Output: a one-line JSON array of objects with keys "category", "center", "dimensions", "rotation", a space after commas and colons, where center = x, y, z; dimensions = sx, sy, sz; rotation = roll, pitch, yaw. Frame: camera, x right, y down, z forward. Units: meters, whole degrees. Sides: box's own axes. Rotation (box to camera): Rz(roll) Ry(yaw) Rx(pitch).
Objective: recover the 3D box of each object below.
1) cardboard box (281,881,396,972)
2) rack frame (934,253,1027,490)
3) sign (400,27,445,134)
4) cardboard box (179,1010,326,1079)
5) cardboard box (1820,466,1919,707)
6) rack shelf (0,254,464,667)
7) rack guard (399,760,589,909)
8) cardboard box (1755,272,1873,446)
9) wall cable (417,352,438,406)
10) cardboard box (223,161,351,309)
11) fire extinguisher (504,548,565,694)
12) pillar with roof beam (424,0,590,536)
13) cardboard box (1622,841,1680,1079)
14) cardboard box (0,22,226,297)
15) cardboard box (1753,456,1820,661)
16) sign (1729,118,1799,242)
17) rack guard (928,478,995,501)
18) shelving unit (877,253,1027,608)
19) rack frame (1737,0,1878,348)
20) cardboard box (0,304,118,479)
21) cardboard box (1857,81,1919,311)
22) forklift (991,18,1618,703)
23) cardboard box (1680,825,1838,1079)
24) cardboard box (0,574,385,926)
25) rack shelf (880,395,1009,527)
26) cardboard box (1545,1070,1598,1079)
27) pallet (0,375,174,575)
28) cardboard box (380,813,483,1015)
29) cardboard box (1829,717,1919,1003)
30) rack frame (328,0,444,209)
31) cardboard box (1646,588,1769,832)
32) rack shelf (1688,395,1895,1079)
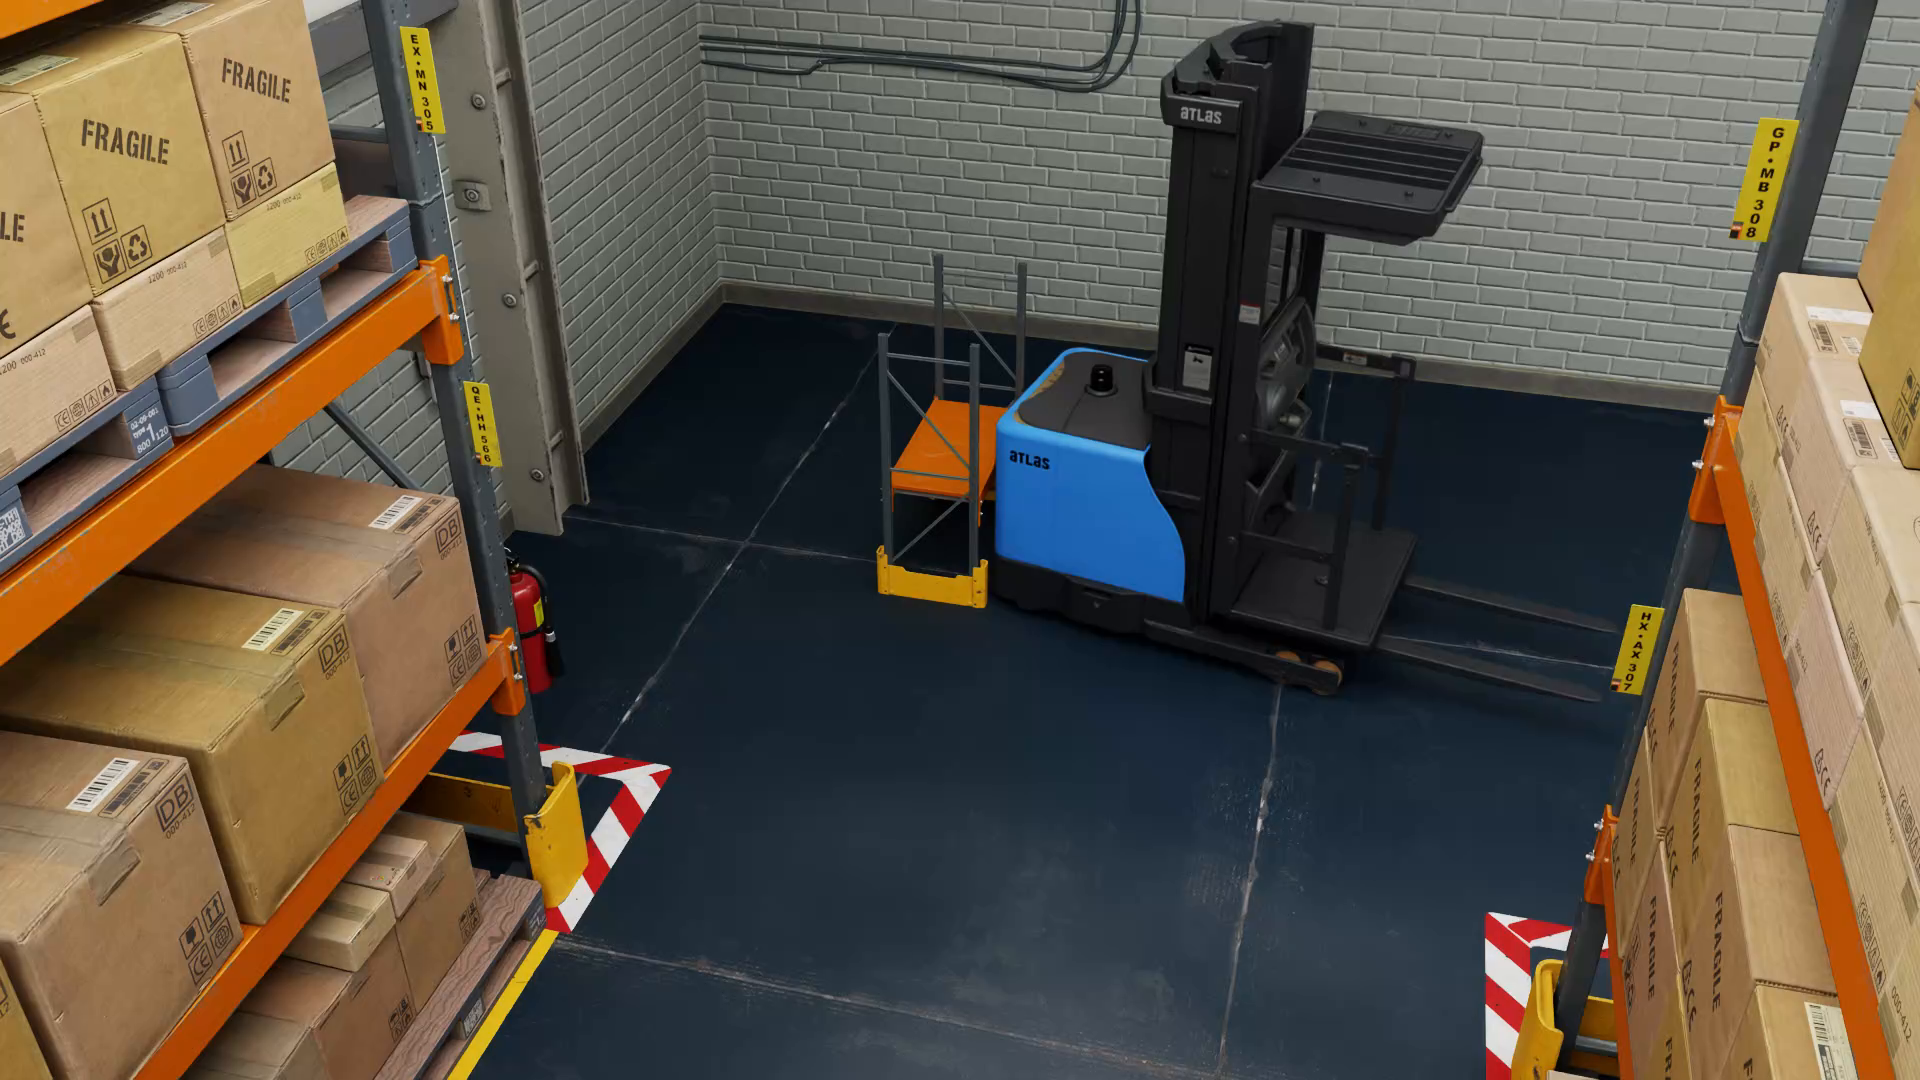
[{"category": "cardboard box", "center": [-2.185, 1.312, 5.725], "dimensions": [0.380, 0.149, 0.250], "rotation": [9, 34, 14]}, {"category": "rack frame", "center": [0.107, -0.852, 9.193], "dimensions": [0.500, 1.500, 0.032], "rotation": [8, 33, 12]}, {"category": "sign", "center": [-1.663, -1.418, 5.138], "dimensions": [0.100, 0.325, 0.005], "rotation": [8, 33, 12]}, {"category": "cardboard box", "center": [-2.519, 1.882, 5.432], "dimensions": [0.700, 0.500, 0.500], "rotation": [7, 33, 11]}, {"category": "cardboard box", "center": [1.972, 0.116, 3.150], "dimensions": [0.500, 0.250, 0.500], "rotation": [8, 33, 12]}, {"category": "rack shelf", "center": [-2.692, 0.182, 4.042], "dimensions": [1.077, 0.370, 4.000], "rotation": [8, 33, 12]}, {"category": "rack guard", "center": [-2.178, 1.149, 6.977], "dimensions": [1.175, 0.500, 0.348], "rotation": [8, 33, 12]}, {"category": "cardboard box", "center": [2.226, -0.403, 3.966], "dimensions": [0.500, 0.250, 0.500], "rotation": [8, 33, 12]}, {"category": "wall cable", "center": [-2.774, -1.115, 7.262], "dimensions": [0.084, 1.984, 1.851], "rotation": [8, 33, 12]}, {"category": "cardboard box", "center": [-2.113, -0.899, 4.728], "dimensions": [0.500, 0.250, 0.500], "rotation": [9, 34, 14]}, {"category": "fire extinguisher", "center": [-1.699, 0.281, 6.431], "dimensions": [0.296, 0.674, 0.183], "rotation": [8, 33, 12]}, {"category": "pillar with roof beam", "center": [1.829, -3.358, 6.144], "dimensions": [9.100, 9.000, 0.400], "rotation": [8, 33, 12]}, {"category": "cardboard box", "center": [2.115, 1.200, 4.474], "dimensions": [0.500, 0.500, 0.500], "rotation": [8, 33, 12]}, {"category": "cardboard box", "center": [-2.243, -0.957, 4.119], "dimensions": [0.500, 0.500, 0.500], "rotation": [9, 34, 14]}, {"category": "cardboard box", "center": [2.093, 0.066, 3.694], "dimensions": [0.500, 0.250, 0.500], "rotation": [8, 33, 12]}, {"category": "sign", "center": [2.084, -0.929, 4.305], "dimensions": [0.100, 0.325, 0.005], "rotation": [8, 33, 12]}, {"category": "rack guard", "center": [0.107, -0.324, 9.527], "dimensions": [0.587, 0.250, 0.087], "rotation": [8, 33, 12]}, {"category": "shelving unit", "center": [-0.019, -0.593, 8.785], "dimensions": [0.587, 1.500, 1.083], "rotation": [8, 33, 12]}, {"category": "rack frame", "center": [2.608, -1.753, 3.619], "dimensions": [1.000, 3.000, 0.127], "rotation": [8, 33, 12]}, {"category": "cardboard box", "center": [-2.371, -0.358, 3.877], "dimensions": [0.500, 0.250, 0.500], "rotation": [7, 33, 11]}, {"category": "cardboard box", "center": [2.494, -0.682, 3.706], "dimensions": [0.700, 0.500, 0.500], "rotation": [8, 33, 12]}, {"category": "forklift", "center": [1.722, -0.810, 7.792], "dimensions": [3.031, 2.935, 1.130], "rotation": [14, 35, 21]}, {"category": "cardboard box", "center": [1.984, 1.041, 3.792], "dimensions": [0.500, 0.500, 0.500], "rotation": [8, 33, 13]}, {"category": "cardboard box", "center": [-2.478, 0.625, 5.191], "dimensions": [0.980, 0.700, 0.700], "rotation": [8, 33, 12]}, {"category": "rack shelf", "center": [-0.022, -0.437, 8.874], "dimensions": [0.538, 0.185, 1.000], "rotation": [8, 33, 12]}, {"category": "cardboard box", "center": [2.170, 1.967, 5.607], "dimensions": [0.380, 0.149, 0.250], "rotation": [8, 33, 12]}, {"category": "pallet", "center": [-2.670, -0.100, 3.899], "dimensions": [1.003, 0.211, 1.213], "rotation": [8, 33, 12]}, {"category": "cardboard box", "center": [-2.265, 1.361, 6.252], "dimensions": [0.700, 0.500, 0.500], "rotation": [8, 33, 12]}, {"category": "cardboard box", "center": [1.847, 0.586, 2.876], "dimensions": [0.500, 0.250, 0.500], "rotation": [8, 33, 12]}, {"category": "rack frame", "center": [-2.184, -2.425, 4.677], "dimensions": [1.000, 3.000, 0.127], "rotation": [8, 33, 12]}, {"category": "cardboard box", "center": [2.241, 0.509, 4.628], "dimensions": [0.500, 0.500, 0.500], "rotation": [9, 34, 14]}, {"category": "rack shelf", "center": [2.101, 0.855, 2.984], "dimensions": [1.077, 0.370, 4.000], "rotation": [8, 33, 12]}]
